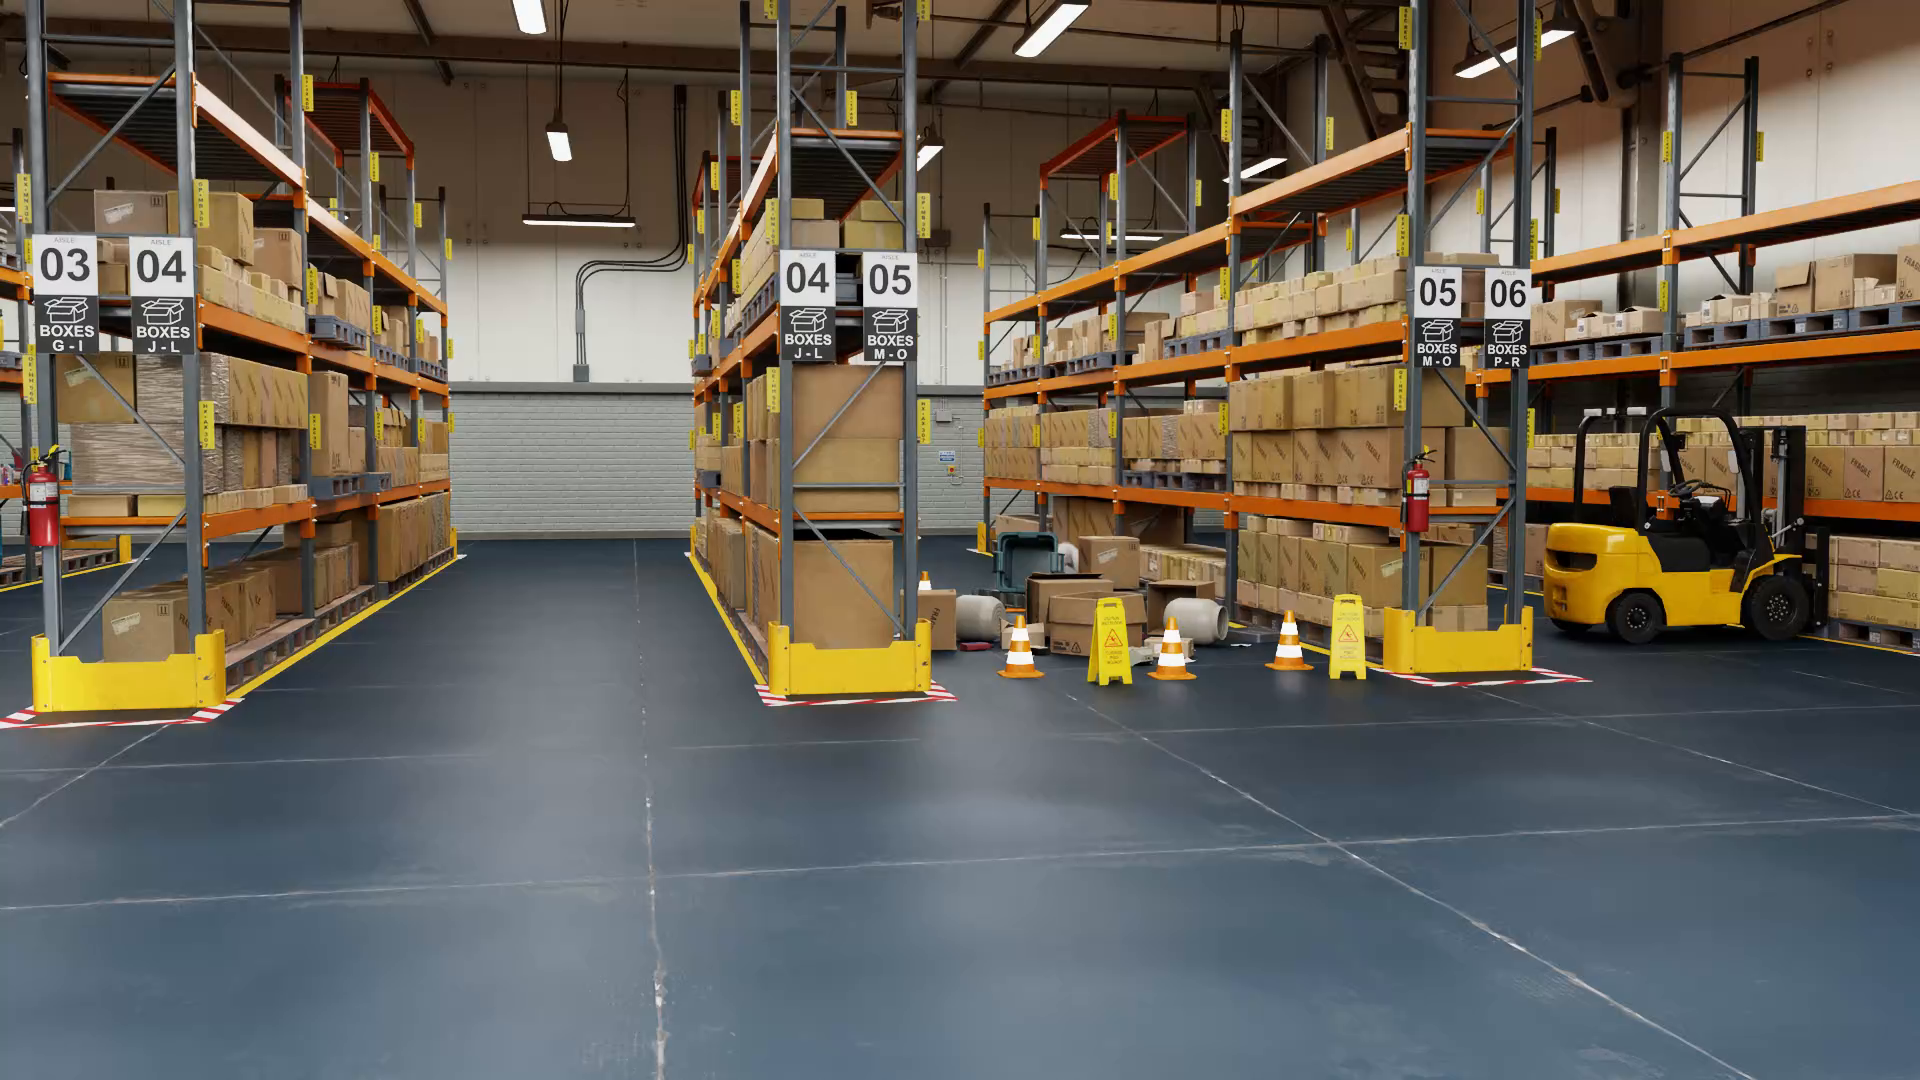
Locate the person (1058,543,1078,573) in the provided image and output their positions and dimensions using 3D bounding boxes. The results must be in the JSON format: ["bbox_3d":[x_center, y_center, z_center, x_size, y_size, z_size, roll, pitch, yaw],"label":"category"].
[{"bbox_3d":[1.150,0.404,18.533,0.867,0.768,0.462,-1,3,-13],"label":"person"}]
